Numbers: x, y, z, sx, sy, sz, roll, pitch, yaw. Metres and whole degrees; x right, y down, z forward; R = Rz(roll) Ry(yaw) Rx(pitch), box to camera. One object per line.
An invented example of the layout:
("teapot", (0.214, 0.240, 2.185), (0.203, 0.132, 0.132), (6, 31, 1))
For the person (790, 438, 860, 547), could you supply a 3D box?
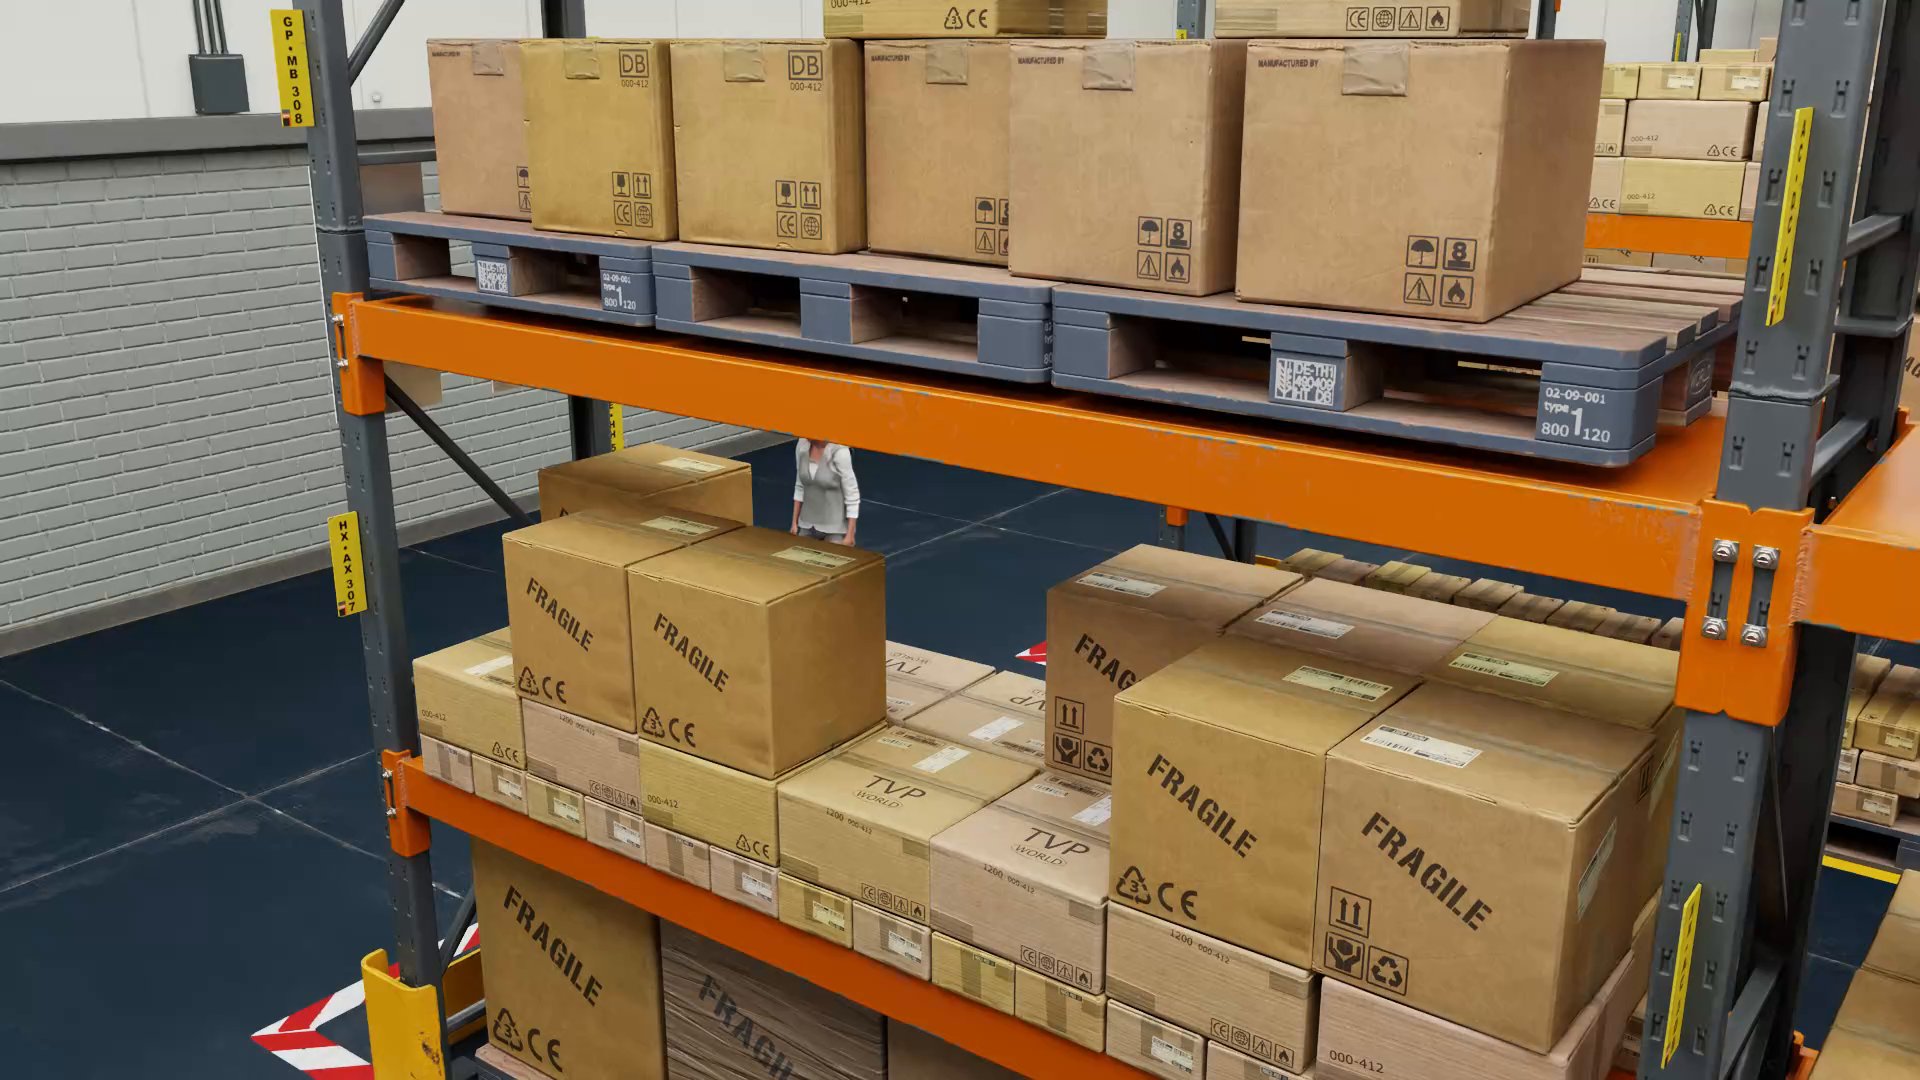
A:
("person", (-0.794, -0.043, 9.707), (0.469, 1.590, 0.348), (11, 20, 33))
